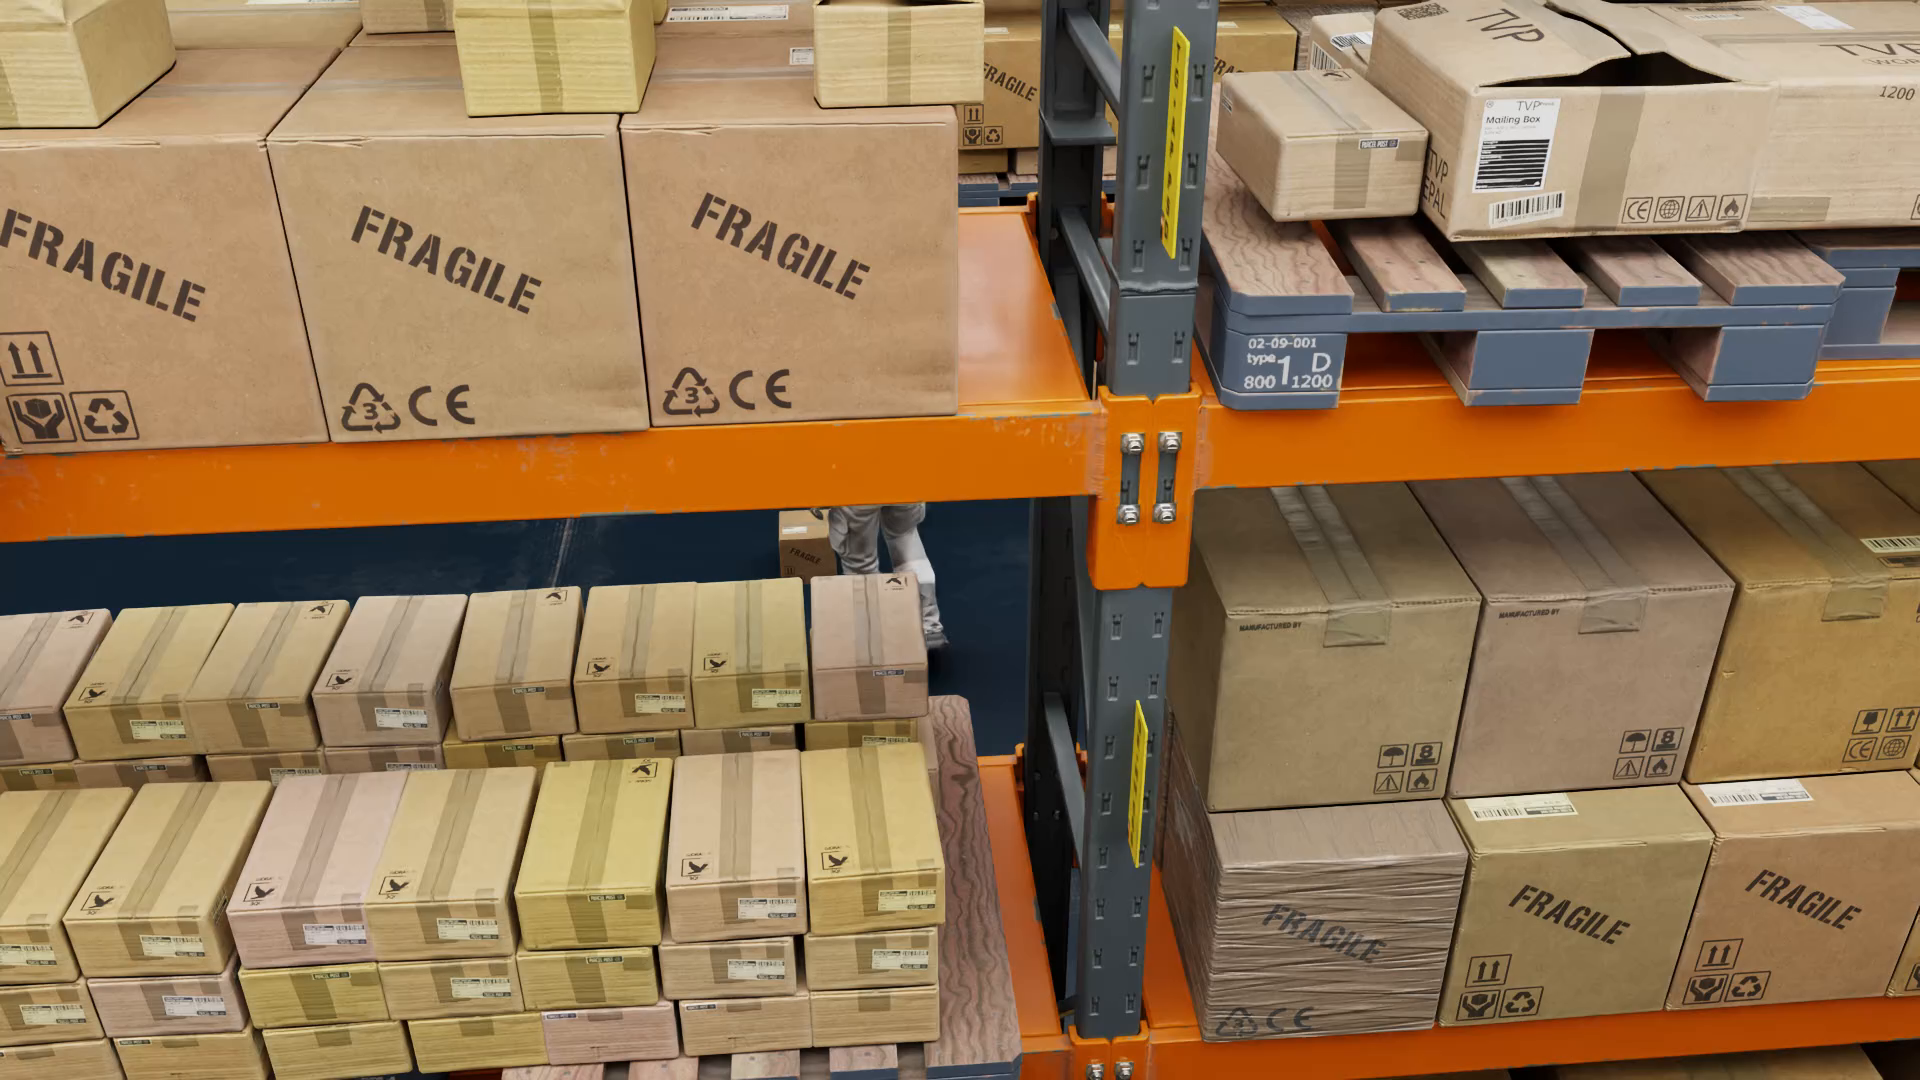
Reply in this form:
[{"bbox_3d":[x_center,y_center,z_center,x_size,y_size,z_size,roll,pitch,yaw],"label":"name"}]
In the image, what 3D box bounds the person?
[{"bbox_3d":[-0.334,-0.251,6.518,0.561,1.786,0.477,-13,33,-21],"label":"person"}]
